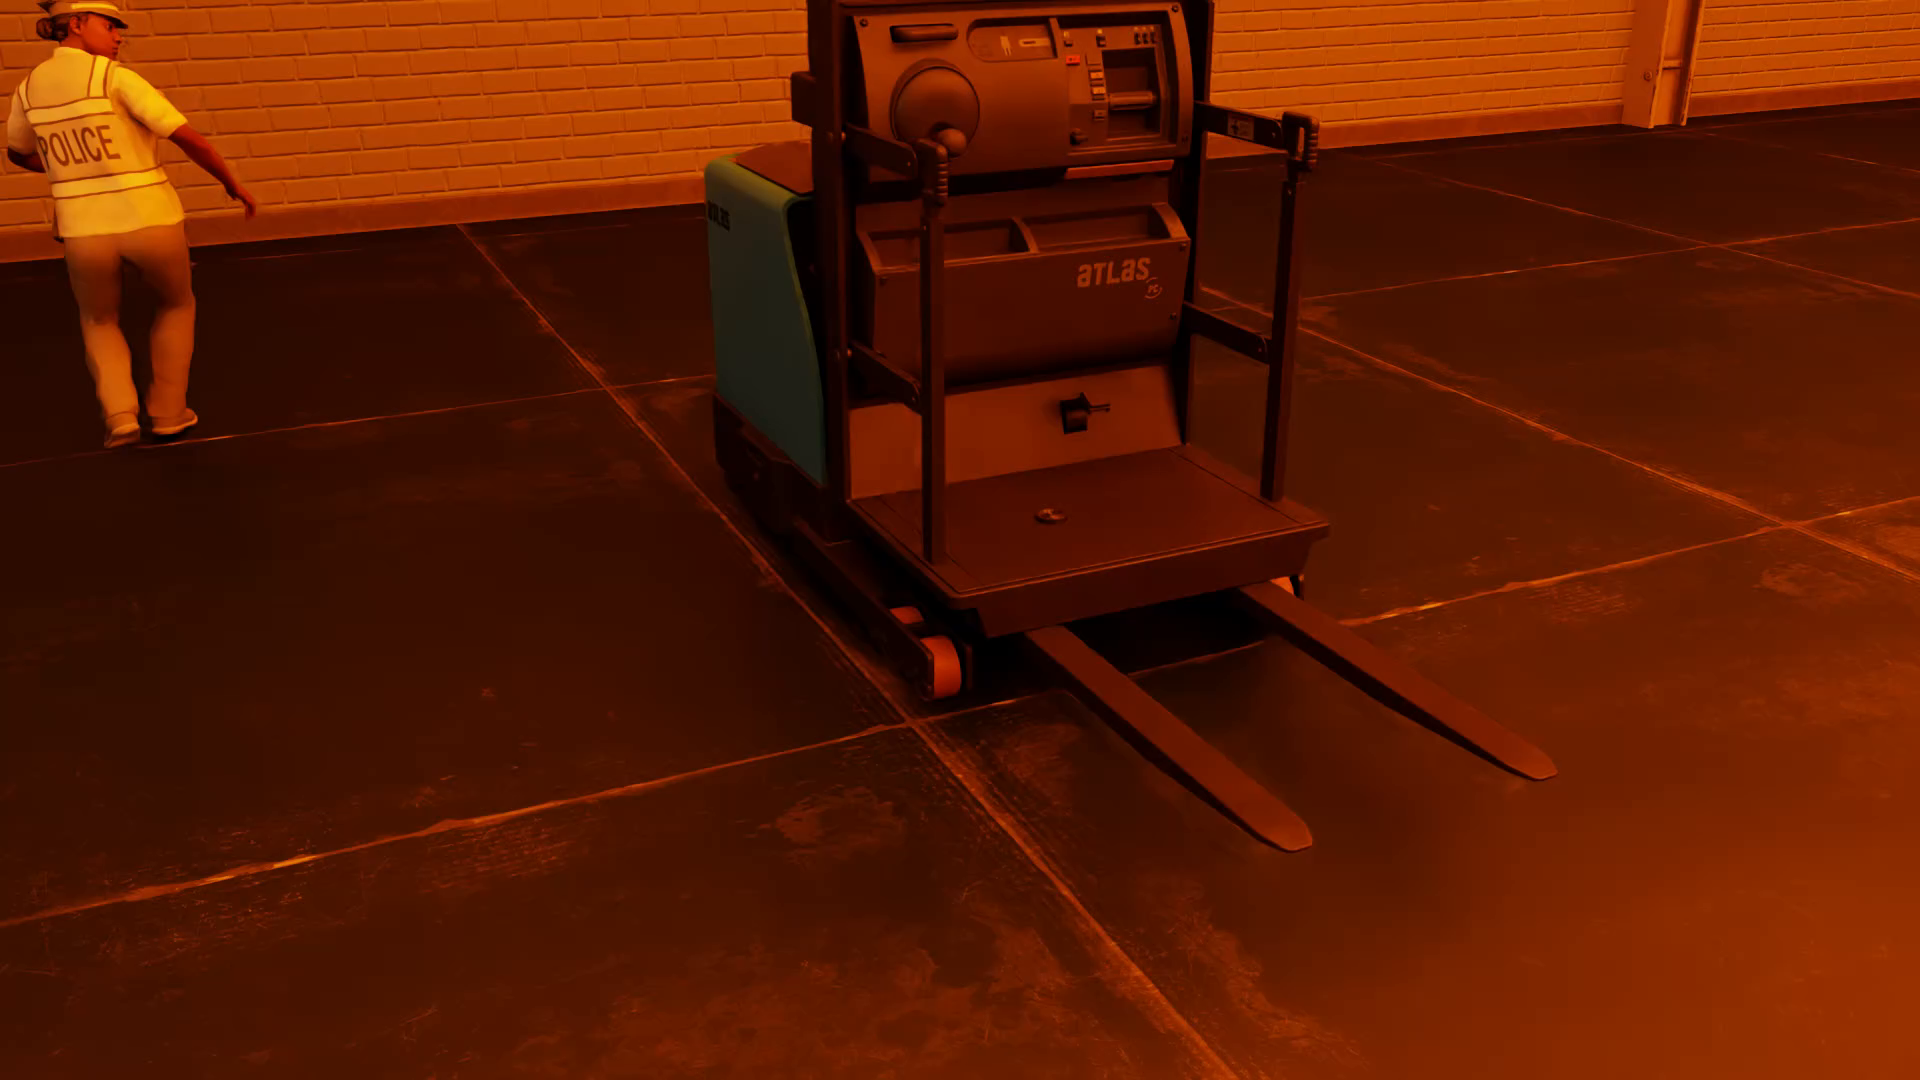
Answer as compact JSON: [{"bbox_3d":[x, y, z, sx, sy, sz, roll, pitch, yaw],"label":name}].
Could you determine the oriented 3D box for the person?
[{"bbox_3d":[-2.835,-1.108,5.737,0.760,1.567,0.748,-4,23,-9],"label":"person"}]

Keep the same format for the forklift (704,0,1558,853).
[{"bbox_3d":[0.269,-1.143,4.037,1.130,2.935,3.031,-10,25,-23],"label":"forklift"}]
